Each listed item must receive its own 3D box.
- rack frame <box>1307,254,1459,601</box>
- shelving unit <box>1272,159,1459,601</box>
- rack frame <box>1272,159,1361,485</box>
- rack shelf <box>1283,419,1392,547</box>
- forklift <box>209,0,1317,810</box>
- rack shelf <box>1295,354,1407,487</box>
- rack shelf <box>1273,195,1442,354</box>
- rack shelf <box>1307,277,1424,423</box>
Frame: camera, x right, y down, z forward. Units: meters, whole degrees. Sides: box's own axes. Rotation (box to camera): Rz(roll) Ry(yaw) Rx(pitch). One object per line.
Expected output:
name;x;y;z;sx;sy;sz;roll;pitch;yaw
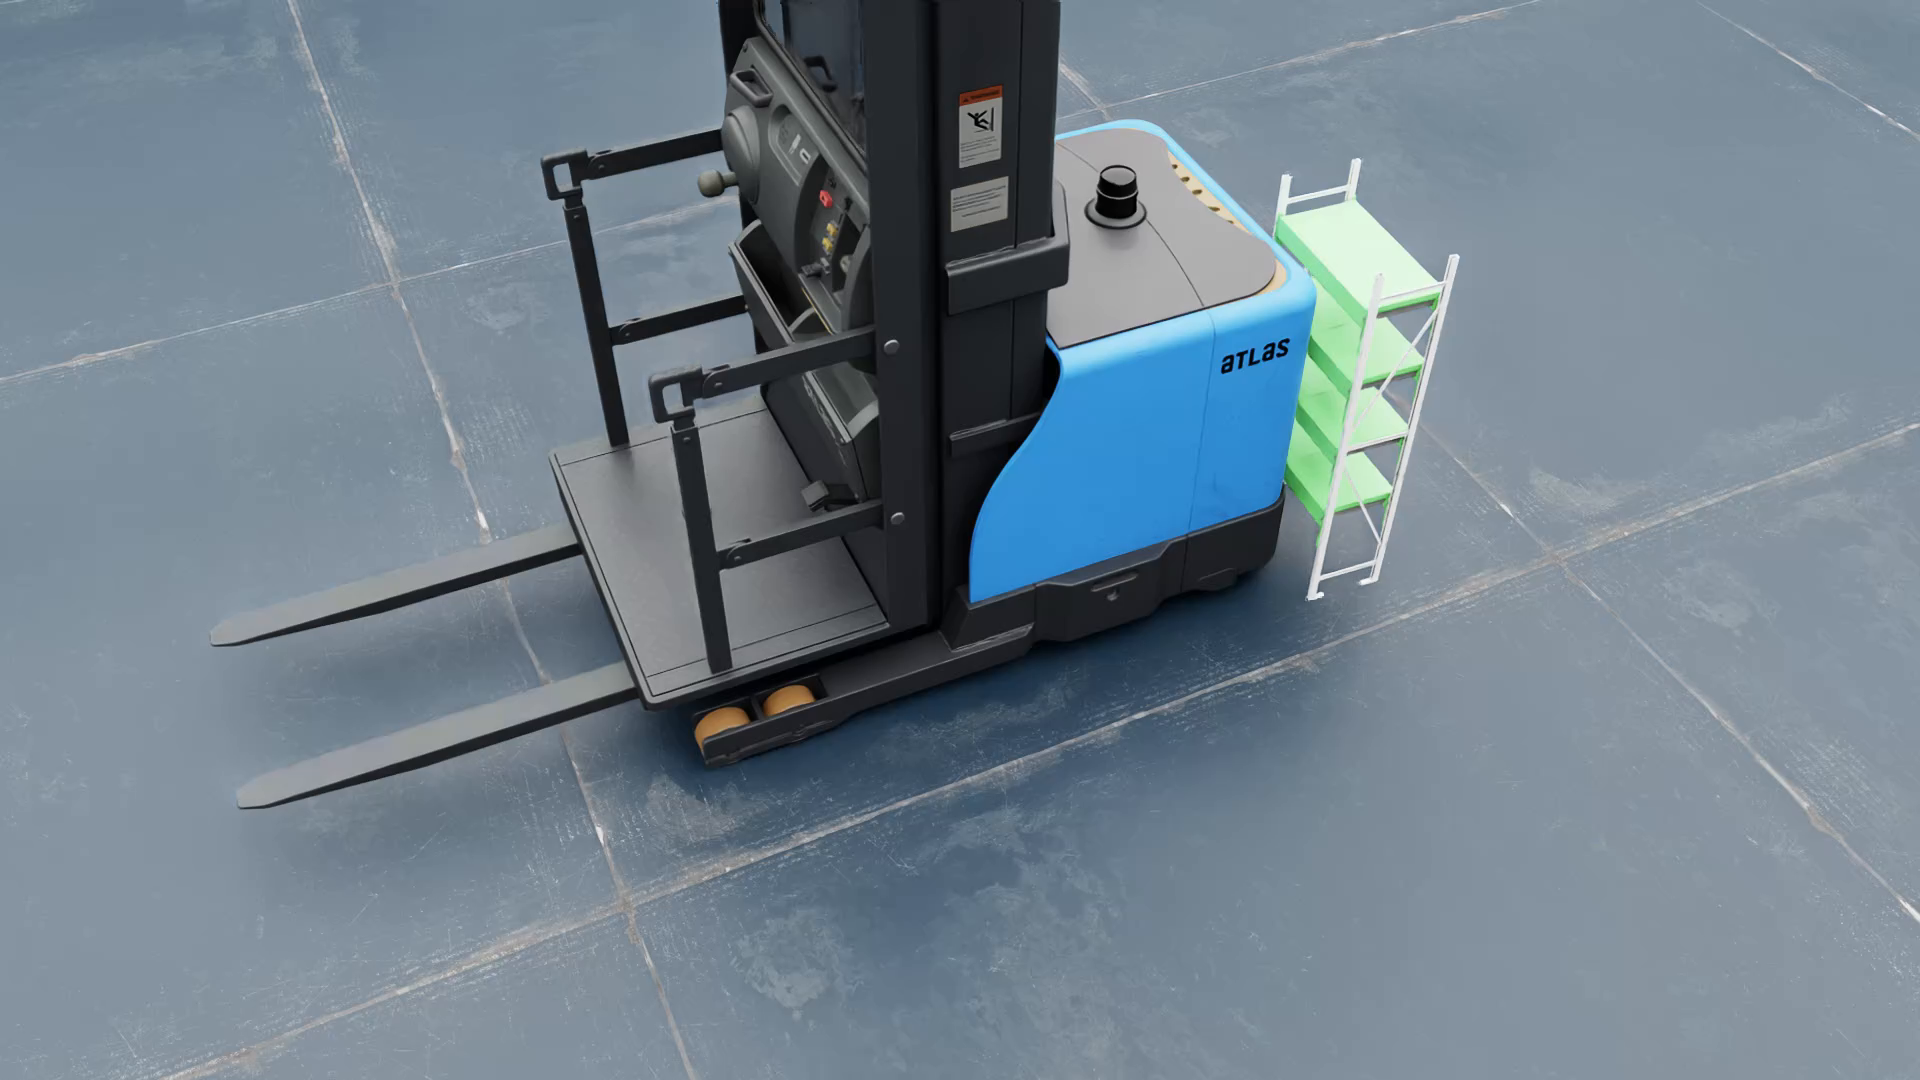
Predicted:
rack frame;1.171;-0.276;4.675;0.240;1.200;0.015;-15;47;-15
shelving unit;1.084;-0.436;4.837;0.258;1.200;0.503;-15;47;-15
rack frame;0.997;-0.596;4.999;0.240;1.200;0.015;-15;47;-15
rack shelf;1.084;-0.219;5.051;0.258;0.148;0.480;-15;47;-15
forklift;-0.591;-0.844;4.019;3.031;2.935;1.130;-17;47;-17
rack shelf;1.084;-0.390;4.882;0.258;0.148;0.480;-15;47;-15
rack shelf;1.084;-0.732;4.545;0.258;0.148;0.480;-15;47;-15
rack shelf;1.084;-0.561;4.713;0.258;0.148;0.480;-15;47;-15
